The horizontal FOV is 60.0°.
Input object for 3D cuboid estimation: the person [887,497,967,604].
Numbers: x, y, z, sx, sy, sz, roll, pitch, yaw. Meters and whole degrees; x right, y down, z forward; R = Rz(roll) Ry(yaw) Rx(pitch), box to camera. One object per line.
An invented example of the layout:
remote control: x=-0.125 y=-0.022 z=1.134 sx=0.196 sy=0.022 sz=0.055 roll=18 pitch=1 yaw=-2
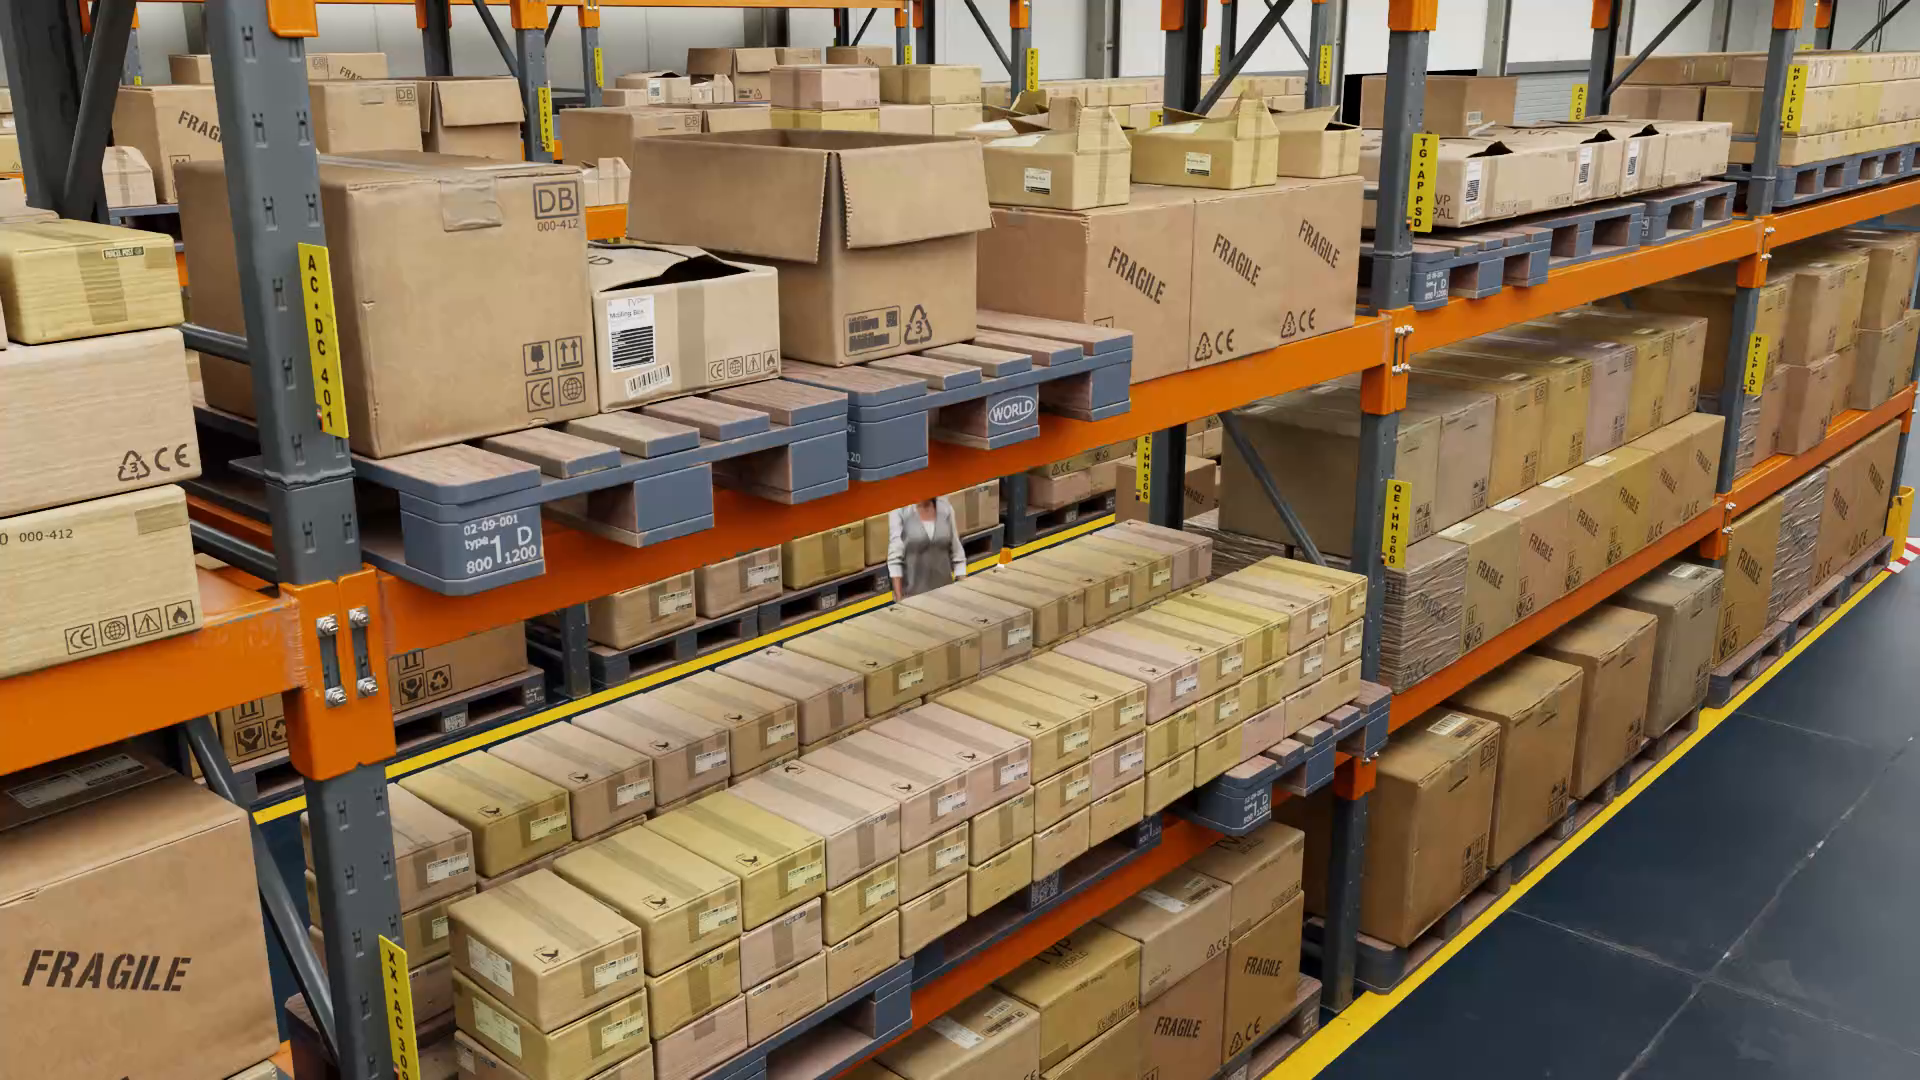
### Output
person: x=-0.161 y=0.350 z=8.910 sx=0.458 sy=1.597 sz=0.485 roll=-8 pitch=19 yaw=-25
